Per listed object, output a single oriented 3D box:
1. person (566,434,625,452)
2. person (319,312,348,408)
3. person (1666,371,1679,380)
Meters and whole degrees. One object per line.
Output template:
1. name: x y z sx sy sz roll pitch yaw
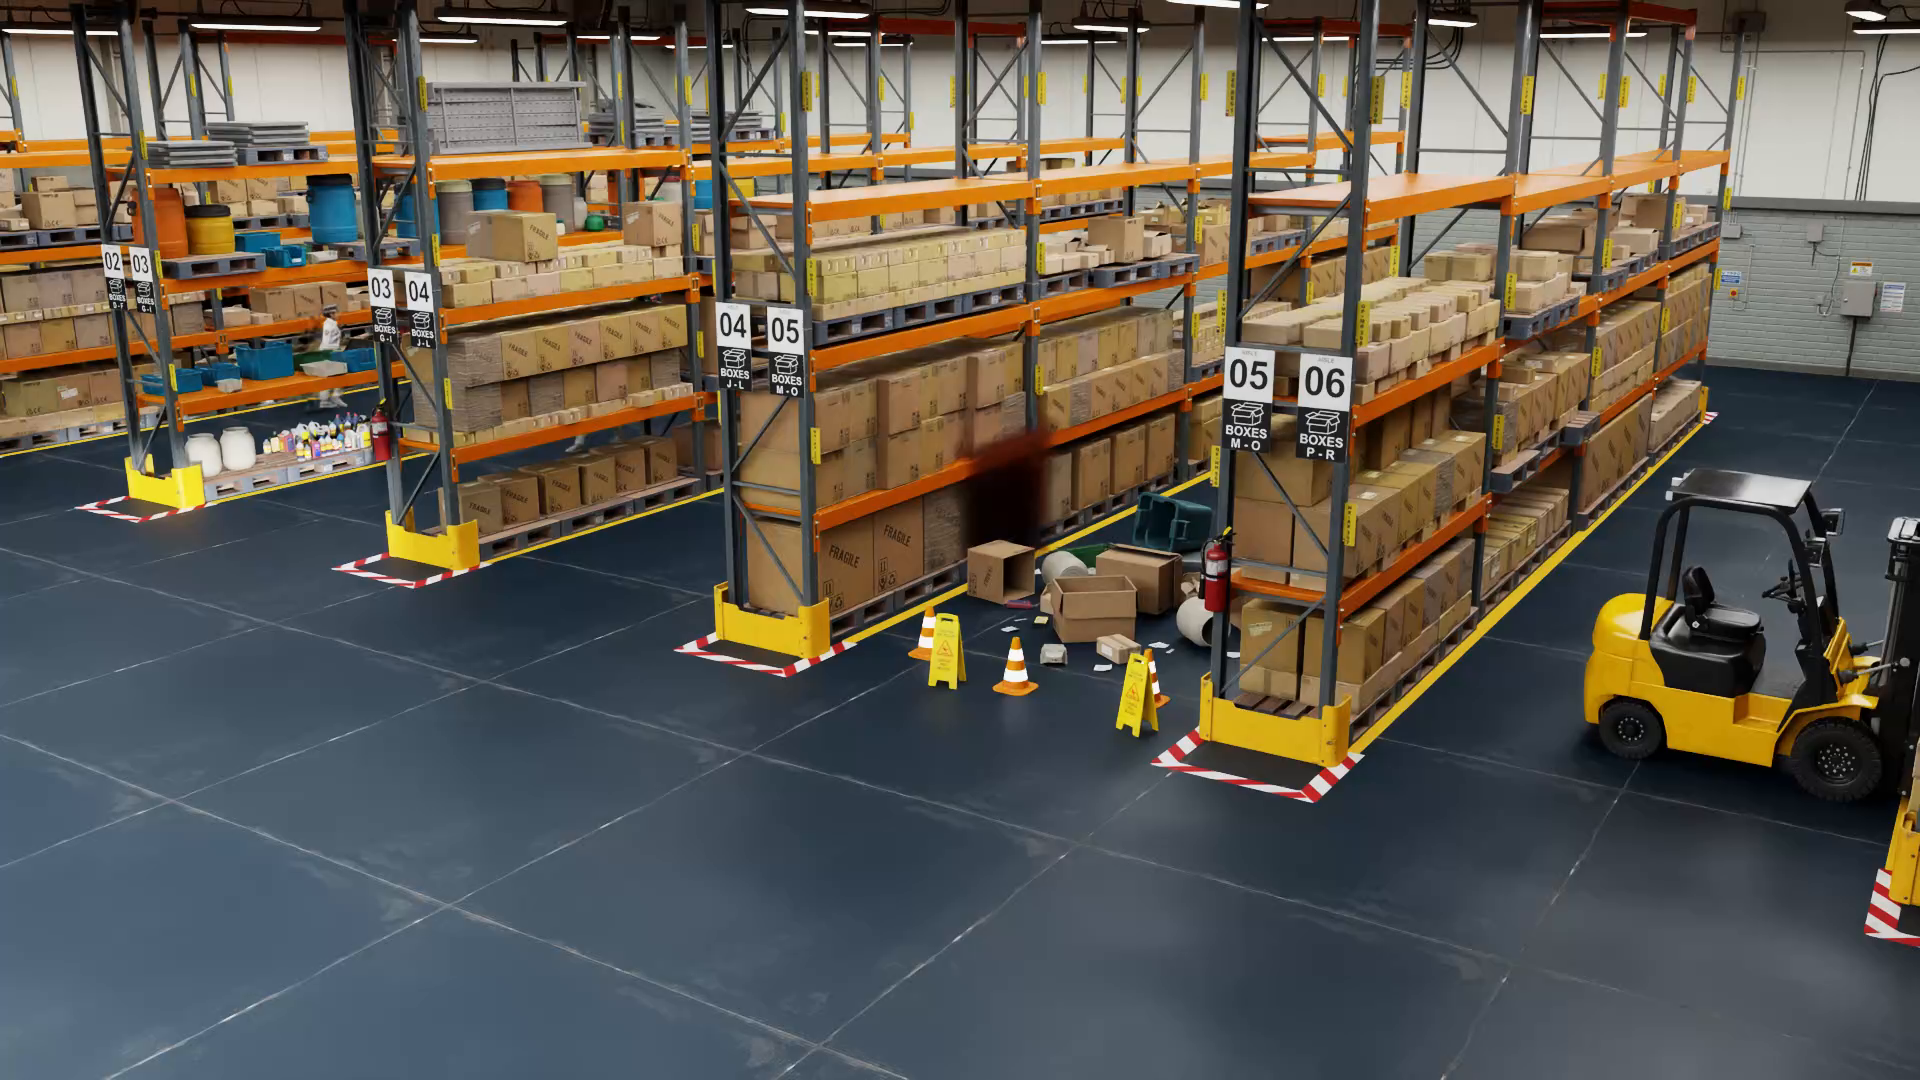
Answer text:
1. person: -5.244 -2.101 23.680 0.554 1.606 1.047 7 17 23
2. person: -10.101 -2.941 26.672 0.500 1.632 0.471 -13 20 -40
3. person: 11.614 -2.915 26.955 0.547 1.447 0.454 9 18 30
